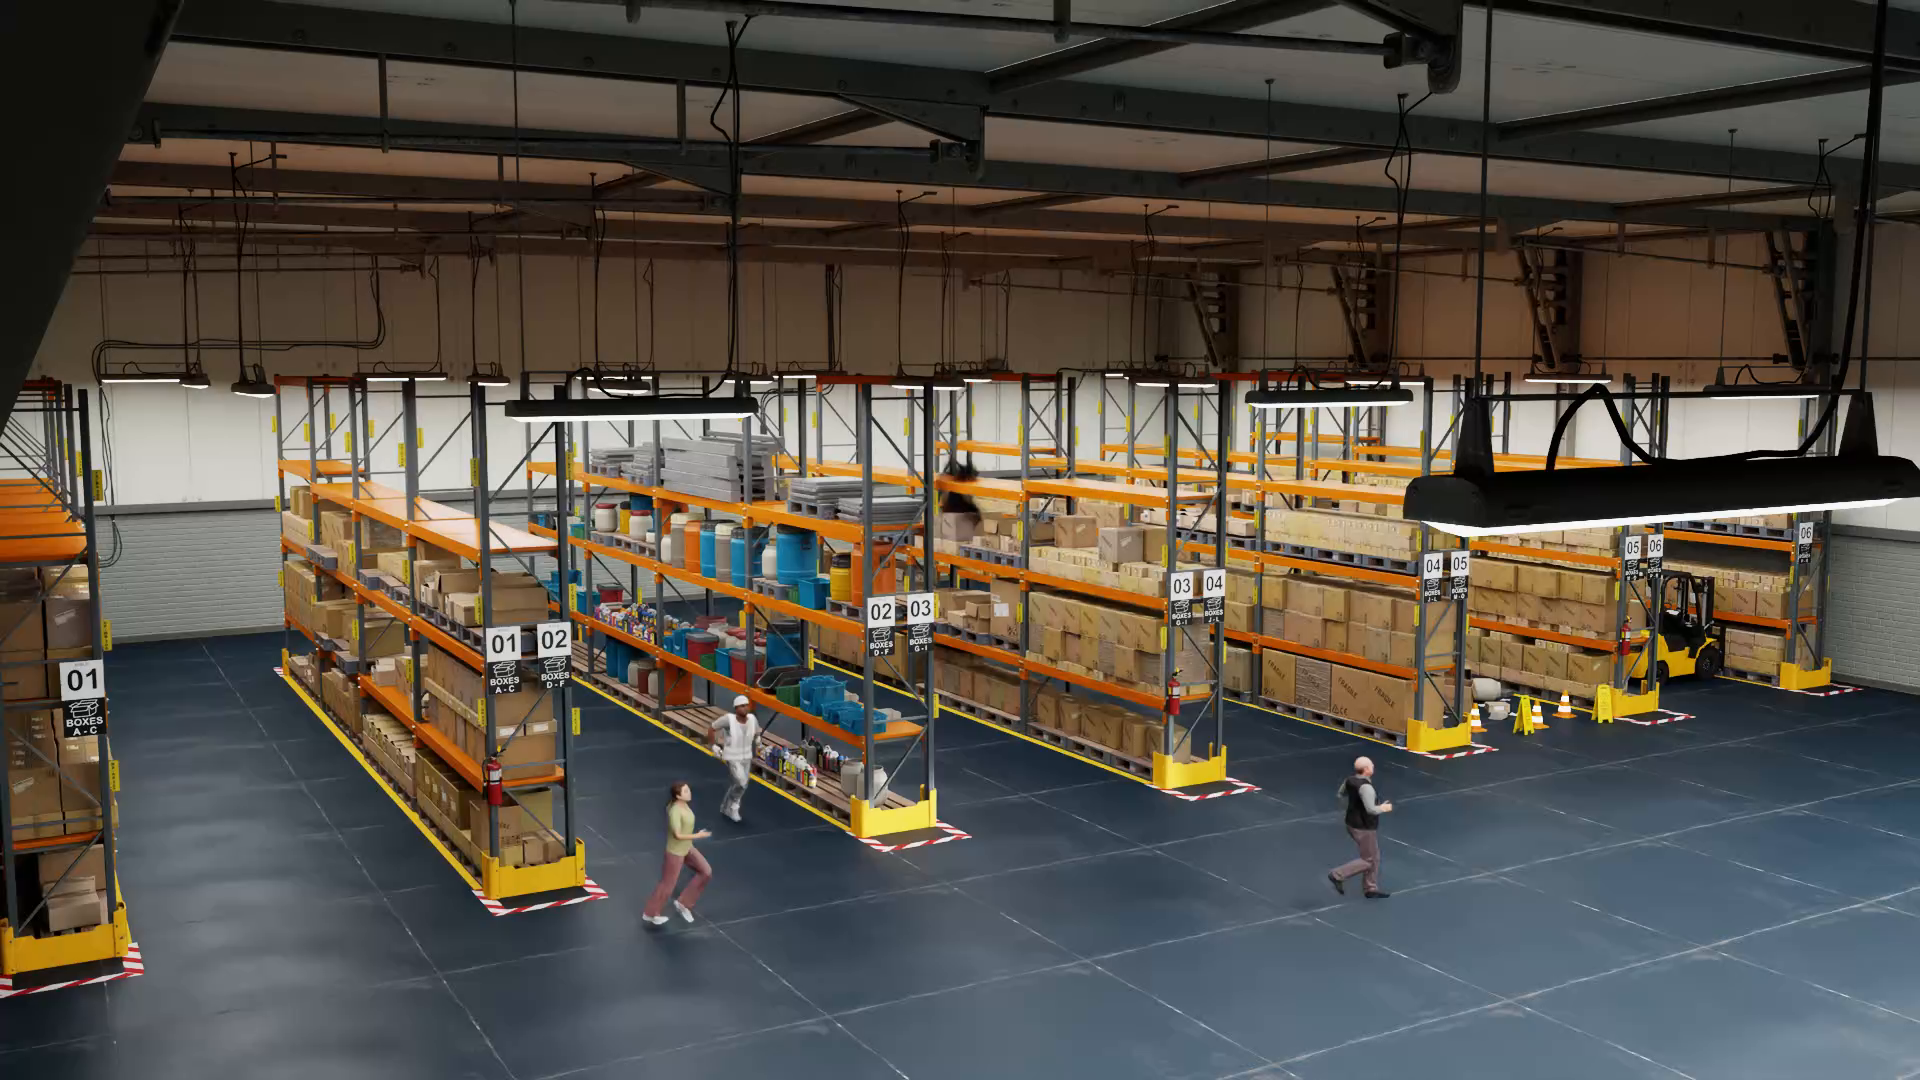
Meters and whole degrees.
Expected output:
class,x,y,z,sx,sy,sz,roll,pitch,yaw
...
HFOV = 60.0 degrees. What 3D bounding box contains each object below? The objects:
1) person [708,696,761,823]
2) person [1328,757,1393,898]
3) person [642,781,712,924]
class,x,y,z,sx,sy,sz,roll,pitch,yaw
person,-3.020,2.976,22.643,0.662,1.744,0.766,-6,9,-43
person,4.656,3.362,19.404,0.797,1.694,0.671,-1,6,-9
person,-3.134,3.472,18.532,0.818,1.636,0.584,1,6,10
